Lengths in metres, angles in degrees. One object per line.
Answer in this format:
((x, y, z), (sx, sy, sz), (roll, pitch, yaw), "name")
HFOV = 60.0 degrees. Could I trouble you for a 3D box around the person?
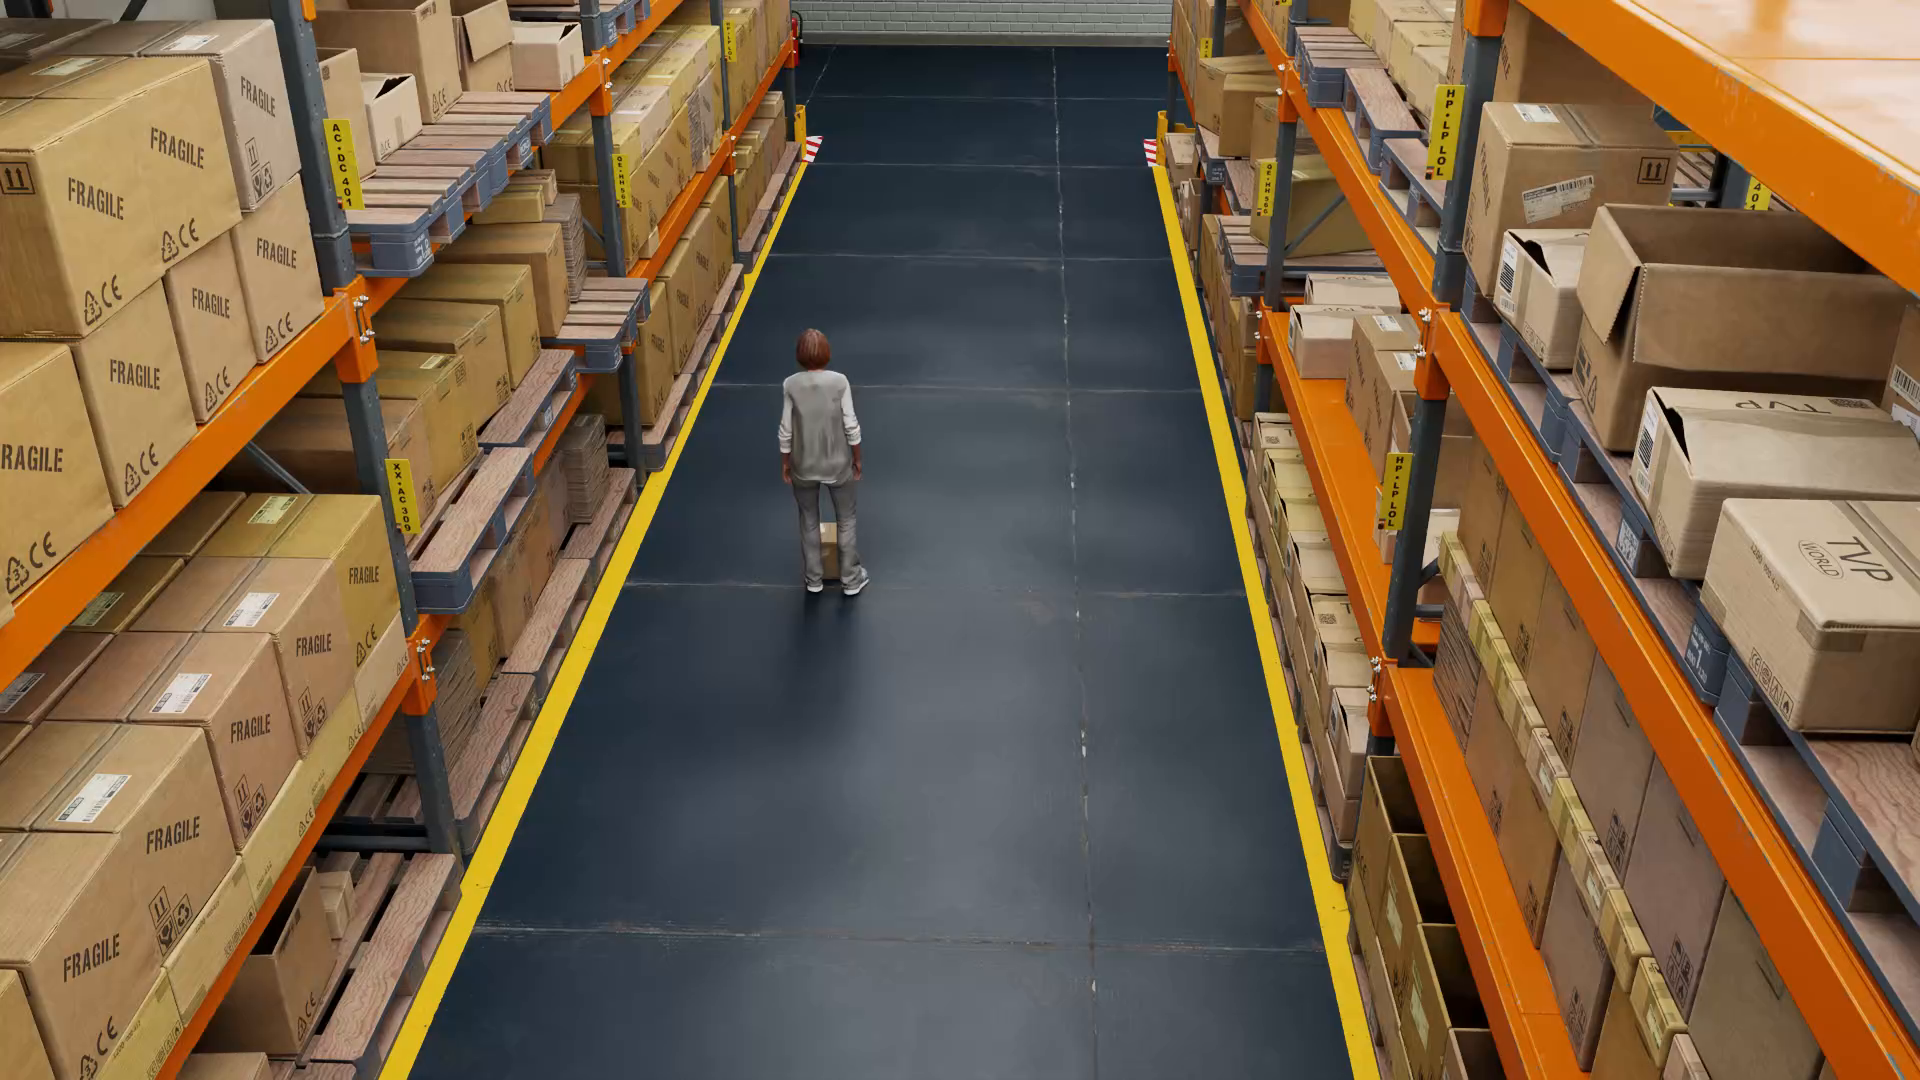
((-0.778, -0.420, 9.415), (0.477, 1.591, 0.377), (-1, 28, -1), "person")
